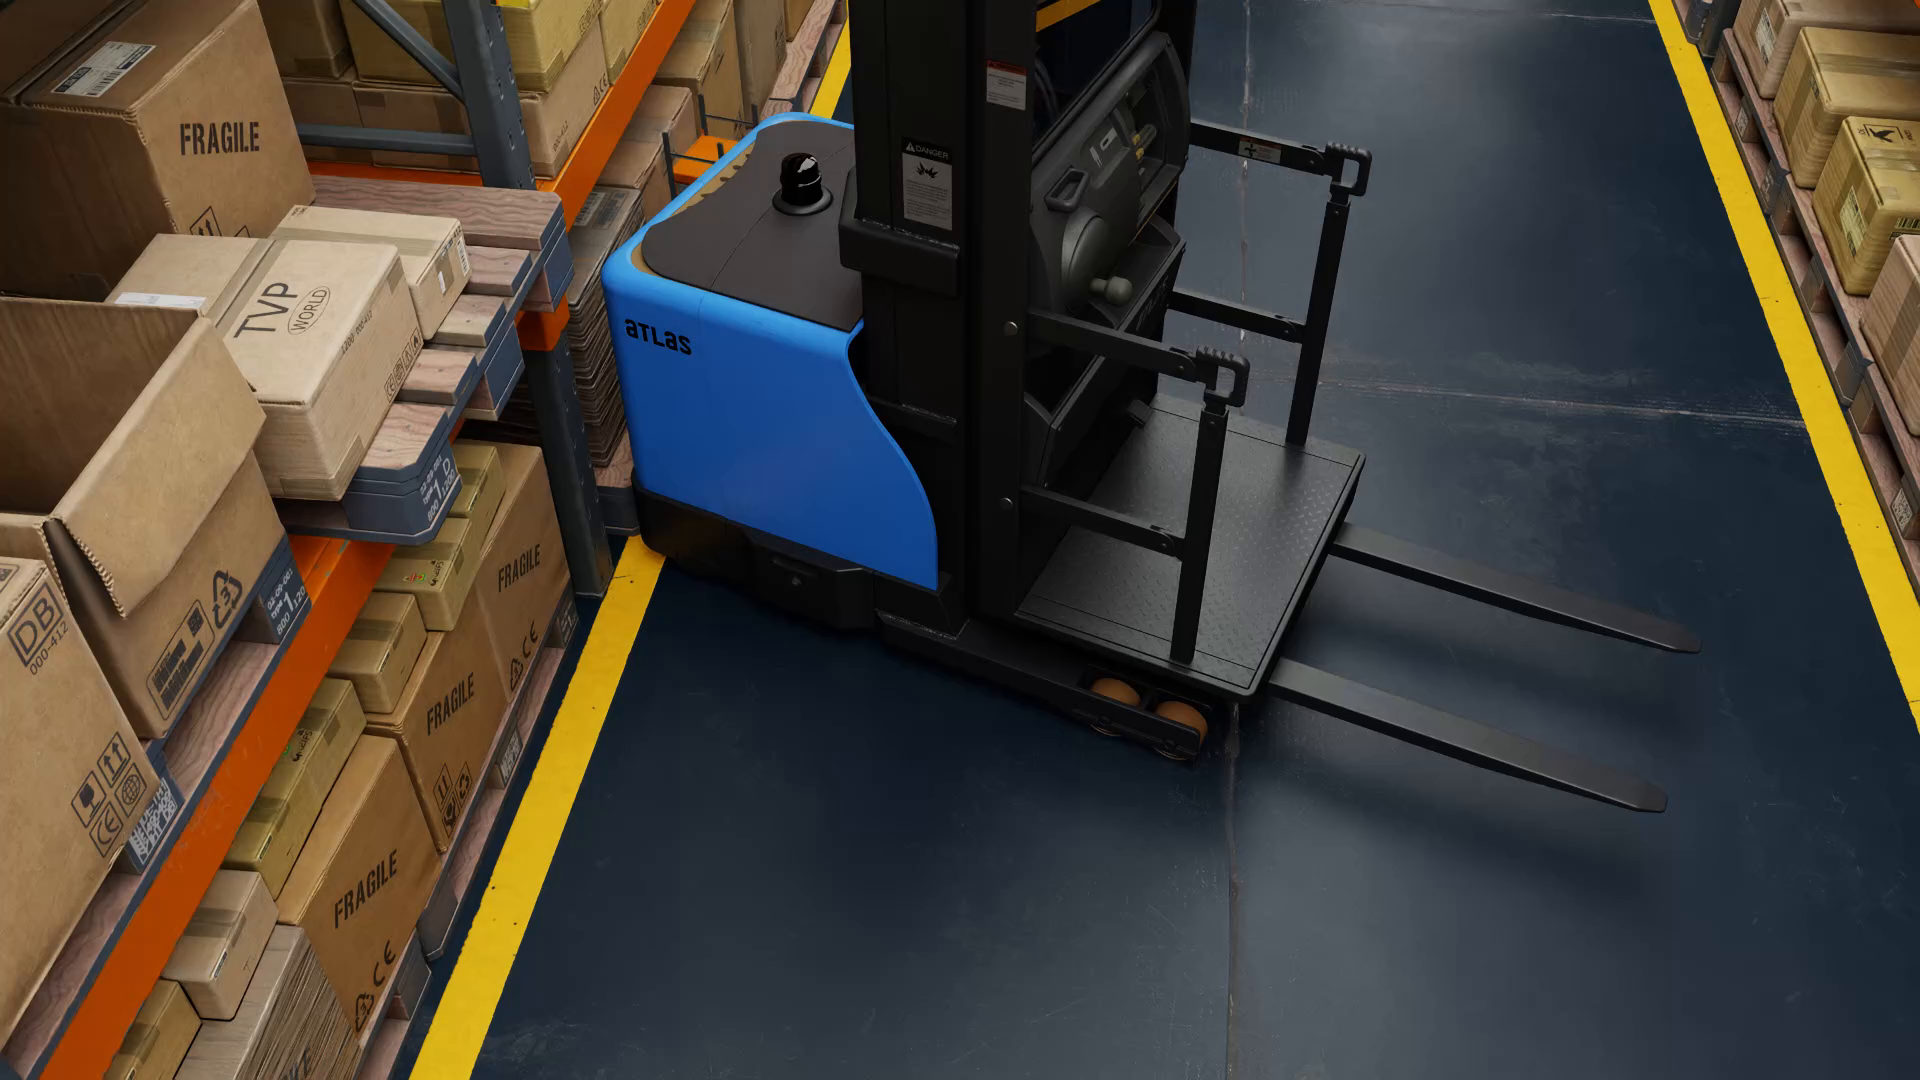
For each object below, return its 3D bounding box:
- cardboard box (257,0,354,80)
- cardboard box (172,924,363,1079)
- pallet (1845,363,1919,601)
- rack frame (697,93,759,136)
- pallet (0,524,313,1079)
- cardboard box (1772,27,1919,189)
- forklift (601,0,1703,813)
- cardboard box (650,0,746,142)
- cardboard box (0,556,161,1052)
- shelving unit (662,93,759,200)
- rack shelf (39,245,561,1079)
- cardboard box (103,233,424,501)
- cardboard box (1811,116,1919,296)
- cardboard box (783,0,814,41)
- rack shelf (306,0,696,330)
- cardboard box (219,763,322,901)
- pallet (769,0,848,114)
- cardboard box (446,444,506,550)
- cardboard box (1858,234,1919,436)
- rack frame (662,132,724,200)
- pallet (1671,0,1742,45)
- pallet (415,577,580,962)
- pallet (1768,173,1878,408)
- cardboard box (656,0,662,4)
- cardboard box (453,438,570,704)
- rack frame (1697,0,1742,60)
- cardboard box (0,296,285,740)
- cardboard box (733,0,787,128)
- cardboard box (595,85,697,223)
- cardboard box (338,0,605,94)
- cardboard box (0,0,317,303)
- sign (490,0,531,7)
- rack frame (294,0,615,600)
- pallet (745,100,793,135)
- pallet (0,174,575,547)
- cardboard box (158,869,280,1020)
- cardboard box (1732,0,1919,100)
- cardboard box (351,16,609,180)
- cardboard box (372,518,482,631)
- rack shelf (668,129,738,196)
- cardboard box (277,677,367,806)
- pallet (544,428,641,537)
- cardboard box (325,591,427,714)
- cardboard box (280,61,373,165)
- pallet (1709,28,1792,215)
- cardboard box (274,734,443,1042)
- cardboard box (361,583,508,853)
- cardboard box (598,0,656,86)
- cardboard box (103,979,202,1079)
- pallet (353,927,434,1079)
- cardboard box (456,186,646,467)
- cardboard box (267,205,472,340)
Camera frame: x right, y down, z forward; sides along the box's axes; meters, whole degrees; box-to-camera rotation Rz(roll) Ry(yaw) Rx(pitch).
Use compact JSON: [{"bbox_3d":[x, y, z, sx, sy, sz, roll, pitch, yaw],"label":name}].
[{"bbox_3d":[-1.788,-1.453,4.349,0.500,0.250,0.500,6,44,6],"label":"cardboard box"},{"bbox_3d":[-1.609,1.121,3.397,0.500,0.500,0.500,4,44,4],"label":"cardboard box"},{"bbox_3d":[3.453,-0.066,5.166,1.003,0.211,1.213,5,44,6],"label":"pallet"},{"bbox_3d":[-0.721,-0.991,5.526,0.200,1.050,0.008,14,46,14],"label":"rack frame"},{"bbox_3d":[-1.825,0.401,2.785,1.003,0.211,1.213,5,44,6],"label":"pallet"},{"bbox_3d":[3.718,-1.623,6.388,0.950,0.372,0.625,8,44,8],"label":"cardboard box"},{"bbox_3d":[0.564,-0.876,4.043,3.031,2.935,1.130,18,46,18],"label":"forklift"},{"bbox_3d":[-1.309,-1.614,6.194,0.875,0.625,0.625,4,44,4],"label":"cardboard box"},{"bbox_3d":[-1.643,0.345,2.326,0.700,0.500,0.500,5,44,5],"label":"cardboard box"},{"bbox_3d":[-0.761,-0.911,5.444,0.215,1.050,0.252,14,46,14],"label":"shelving unit"},{"bbox_3d":[-1.837,0.629,2.927,1.077,0.370,4.000,5,44,6],"label":"rack shelf"},{"bbox_3d":[-1.391,-0.344,3.236,0.500,0.250,0.500,3,44,4],"label":"cardboard box"},{"bbox_3d":[3.628,-1.149,5.887,0.950,0.372,0.625,7,44,7],"label":"cardboard box"},{"bbox_3d":[-1.101,-2.655,7.294,0.875,0.625,0.625,7,44,7],"label":"cardboard box"},{"bbox_3d":[-1.308,-2.097,5.806,1.077,0.370,4.000,5,44,6],"label":"rack shelf"},{"bbox_3d":[-1.583,0.595,3.481,0.380,0.149,0.250,5,44,5],"label":"cardboard box"},{"bbox_3d":[-1.102,-2.203,7.423,1.003,0.211,1.213,5,44,6],"label":"pallet"},{"bbox_3d":[-1.387,-0.116,4.231,0.380,0.149,0.250,3,44,3],"label":"cardboard box"},{"bbox_3d":[3.522,-0.632,5.342,0.950,0.372,0.625,4,44,5],"label":"cardboard box"},{"bbox_3d":[-0.802,-0.831,5.361,0.200,1.050,0.008,14,46,14],"label":"rack frame"},{"bbox_3d":[3.931,-2.721,7.970,1.003,0.211,1.213,5,44,6],"label":"pallet"},{"bbox_3d":[-1.709,0.523,4.544,1.003,0.211,1.213,5,44,6],"label":"pallet"},{"bbox_3d":[3.617,-0.895,6.042,1.003,0.211,1.213,5,44,6],"label":"pallet"},{"bbox_3d":[-1.139,-1.915,5.199,0.500,0.250,0.500,4,44,4],"label":"cardboard box"},{"bbox_3d":[-1.415,0.068,4.509,0.500,0.500,0.500,6,44,7],"label":"cardboard box"},{"bbox_3d":[3.877,-3.272,6.524,1.000,3.000,0.127,5,44,6],"label":"rack frame"},{"bbox_3d":[-1.605,-0.056,2.746,0.797,0.503,0.637,4,44,5],"label":"cardboard box"},{"bbox_3d":[-1.212,-2.126,6.736,0.875,0.625,0.625,5,44,5],"label":"cardboard box"},{"bbox_3d":[-1.398,-1.155,5.710,0.875,0.625,0.625,7,44,7],"label":"cardboard box"},{"bbox_3d":[-1.247,-1.400,4.292,0.500,0.250,0.500,5,44,5],"label":"cardboard box"},{"bbox_3d":[-1.795,-0.847,3.585,0.500,0.500,0.500,7,44,7],"label":"cardboard box"},{"bbox_3d":[-1.033,-1.344,3.703,0.100,0.325,0.005,5,44,6],"label":"sign"},{"bbox_3d":[-1.572,-0.995,4.119,1.000,3.000,0.127,5,44,6],"label":"rack frame"},{"bbox_3d":[-1.261,-1.369,6.542,1.003,0.211,1.213,5,44,6],"label":"pallet"},{"bbox_3d":[-1.592,-0.457,3.690,1.213,0.211,1.003,5,44,6],"label":"pallet"},{"bbox_3d":[-1.590,0.786,3.280,0.380,0.149,0.250,3,44,4],"label":"cardboard box"},{"bbox_3d":[3.810,-2.113,6.906,0.950,0.372,0.625,6,44,6],"label":"cardboard box"},{"bbox_3d":[-1.272,-1.221,4.467,0.500,0.250,0.500,5,44,6],"label":"cardboard box"},{"bbox_3d":[-1.392,0.073,4.032,0.380,0.149,0.250,3,44,3],"label":"cardboard box"},{"bbox_3d":[-0.763,-1.108,5.254,0.215,0.259,0.240,14,46,14],"label":"rack shelf"},{"bbox_3d":[-1.550,0.424,3.661,0.380,0.149,0.250,6,44,7],"label":"cardboard box"},{"bbox_3d":[-1.425,-0.540,5.667,1.003,0.211,1.213,5,44,6],"label":"pallet"},{"bbox_3d":[-1.471,0.249,3.847,0.380,0.149,0.250,4,44,4],"label":"cardboard box"},{"bbox_3d":[-1.767,-1.270,4.519,0.500,0.250,0.500,4,44,5],"label":"cardboard box"},{"bbox_3d":[3.776,-1.729,6.922,1.003,0.211,1.213,5,44,6],"label":"pallet"},{"bbox_3d":[-1.558,0.765,3.773,0.500,0.500,0.500,7,44,7],"label":"cardboard box"},{"bbox_3d":[-1.492,0.408,4.150,0.500,0.500,0.500,5,44,5],"label":"cardboard box"},{"bbox_3d":[-1.200,-1.563,4.828,0.500,0.250,0.500,4,44,5],"label":"cardboard box"},{"bbox_3d":[-1.673,0.948,3.108,0.380,0.149,0.250,5,44,6],"label":"cardboard box"},{"bbox_3d":[-1.872,1.352,3.668,1.003,0.211,1.213,5,44,6],"label":"pallet"},{"bbox_3d":[-1.476,-0.709,5.239,0.875,0.625,0.625,7,44,7],"label":"cardboard box"},{"bbox_3d":[-1.279,-0.574,3.551,0.380,0.149,0.250,6,44,6],"label":"cardboard box"}]
